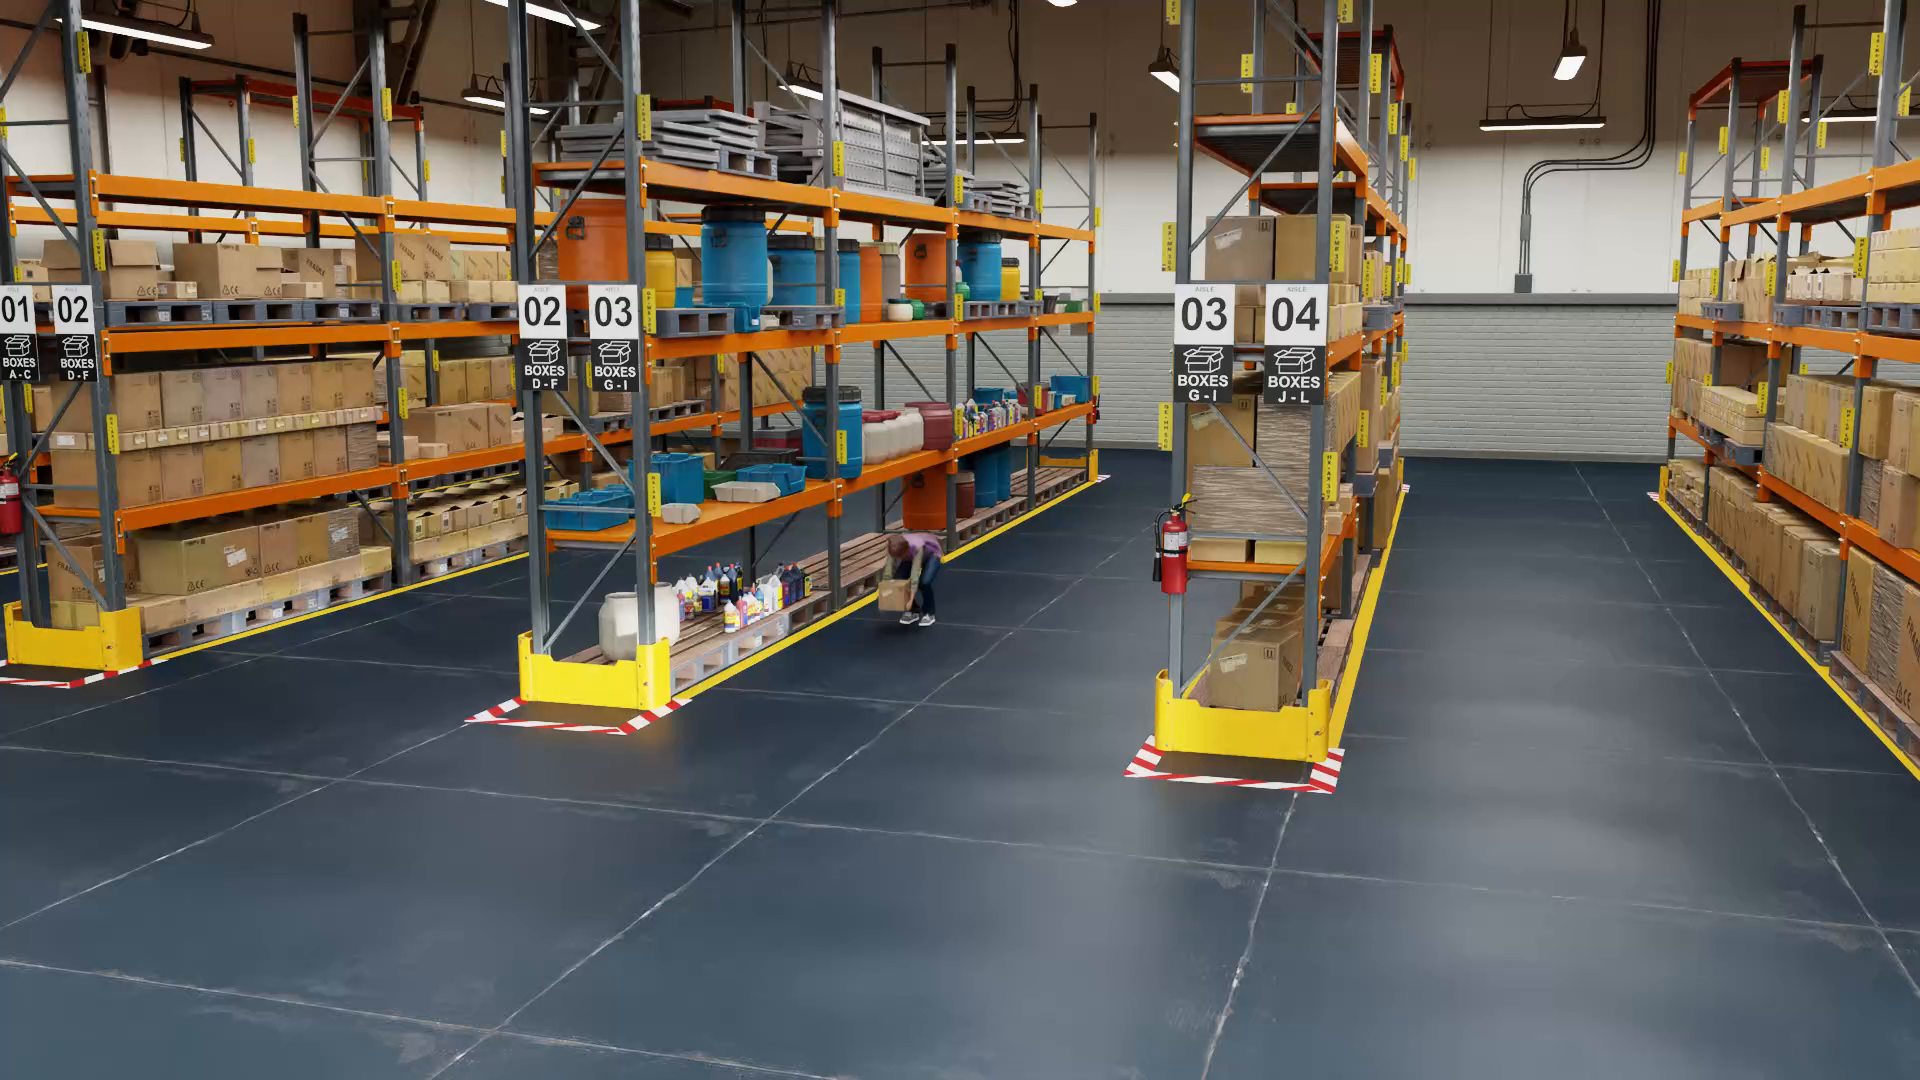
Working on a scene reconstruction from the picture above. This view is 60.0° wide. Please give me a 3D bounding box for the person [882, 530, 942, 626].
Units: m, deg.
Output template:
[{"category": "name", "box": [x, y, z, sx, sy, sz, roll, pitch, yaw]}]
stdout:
[{"category": "person", "box": [-0.460, 0.356, 15.728, 0.420, 0.938, 0.862, 4, 9, 25]}]
